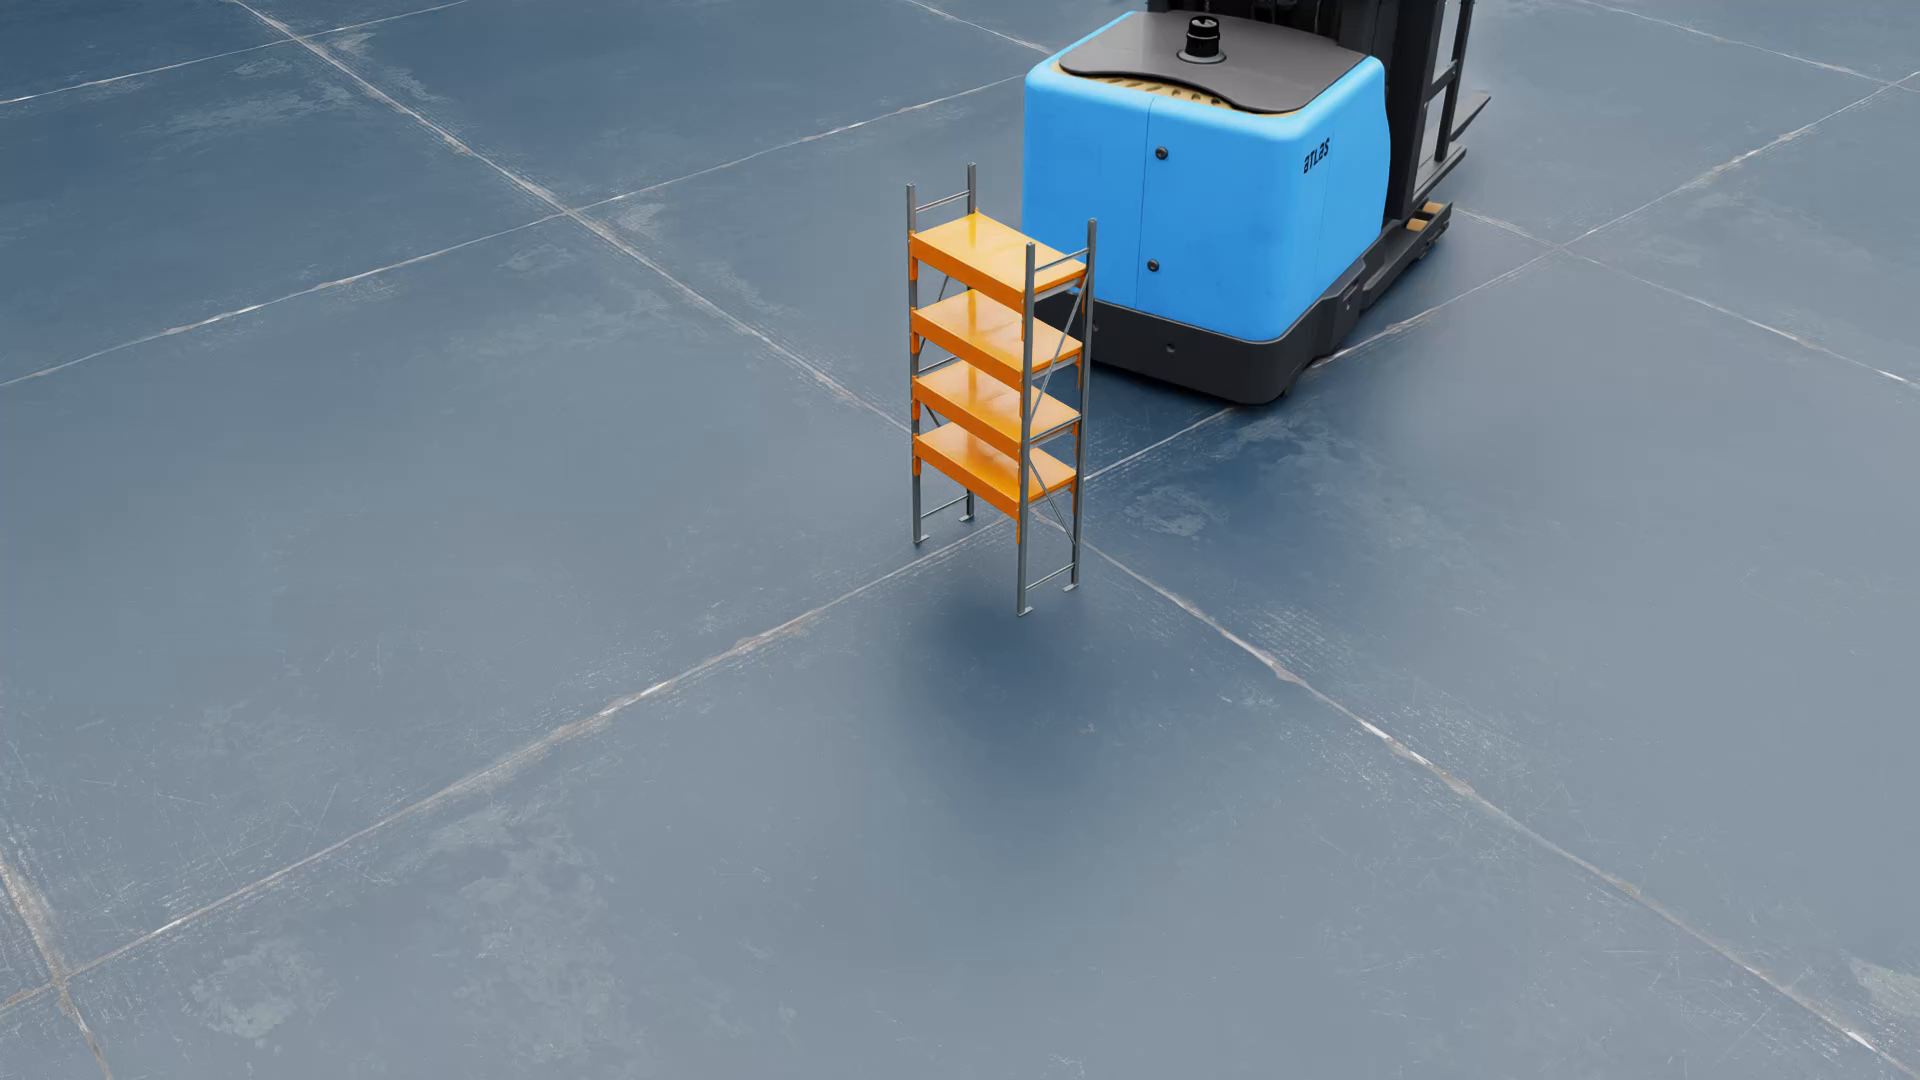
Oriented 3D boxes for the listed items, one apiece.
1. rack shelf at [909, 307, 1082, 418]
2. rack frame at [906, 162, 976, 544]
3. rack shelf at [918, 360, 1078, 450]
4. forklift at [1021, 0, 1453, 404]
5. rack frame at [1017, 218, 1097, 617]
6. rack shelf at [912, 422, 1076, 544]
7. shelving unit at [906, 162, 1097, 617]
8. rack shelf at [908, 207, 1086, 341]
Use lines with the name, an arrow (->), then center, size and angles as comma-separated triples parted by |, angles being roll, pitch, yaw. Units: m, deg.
rack shelf -> 0.107, -0.544, 4.710 | 0.258, 0.148, 0.480 | -26, 43, -32
rack frame -> -0.051, -0.524, 4.952 | 0.240, 1.200, 0.015 | -26, 43, -32
rack shelf -> 0.107, -0.394, 4.816 | 0.221, 0.050, 0.457 | -26, 43, -32
forklift -> 1.125, -2.195, 5.869 | 1.129, 2.867, 1.939 | 20, 40, 26
rack frame -> 0.264, -0.309, 4.648 | 0.240, 1.200, 0.015 | -26, 43, -32
rack shelf -> 0.107, -0.200, 4.954 | 0.258, 0.148, 0.480 | -26, 43, -32
shelving unit -> 0.107, -0.417, 4.800 | 0.258, 1.200, 0.503 | -26, 43, -32
rack shelf -> 0.107, -0.737, 4.573 | 0.258, 0.148, 0.480 | -26, 43, -32
